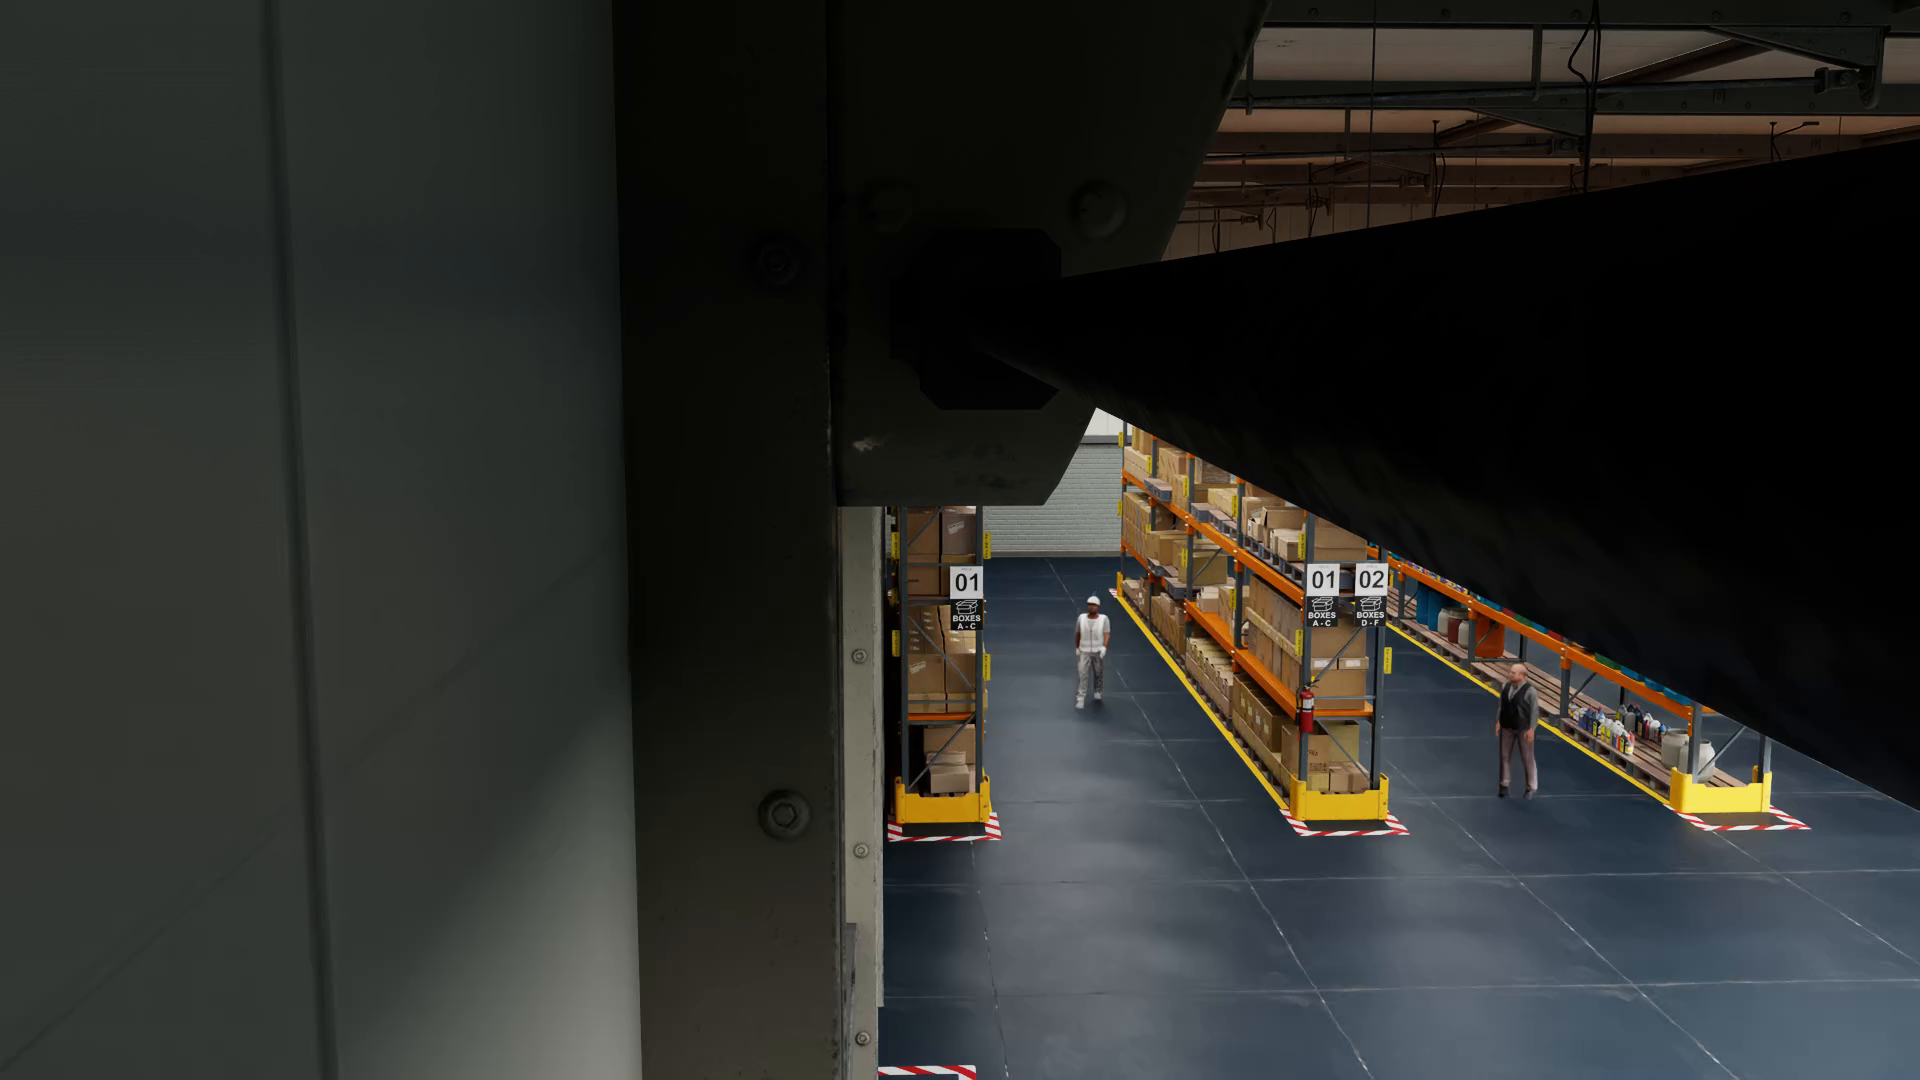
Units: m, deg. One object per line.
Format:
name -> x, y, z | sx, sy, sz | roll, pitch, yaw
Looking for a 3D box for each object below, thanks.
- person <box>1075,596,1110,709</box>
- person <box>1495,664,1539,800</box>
person -> 2.079, 1.763, 26.271 | 0.572, 1.709, 1.079 | 1, 8, 9
person -> 7.195, 2.483, 21.548 | 0.574, 1.779, 0.429 | 8, 11, 44
